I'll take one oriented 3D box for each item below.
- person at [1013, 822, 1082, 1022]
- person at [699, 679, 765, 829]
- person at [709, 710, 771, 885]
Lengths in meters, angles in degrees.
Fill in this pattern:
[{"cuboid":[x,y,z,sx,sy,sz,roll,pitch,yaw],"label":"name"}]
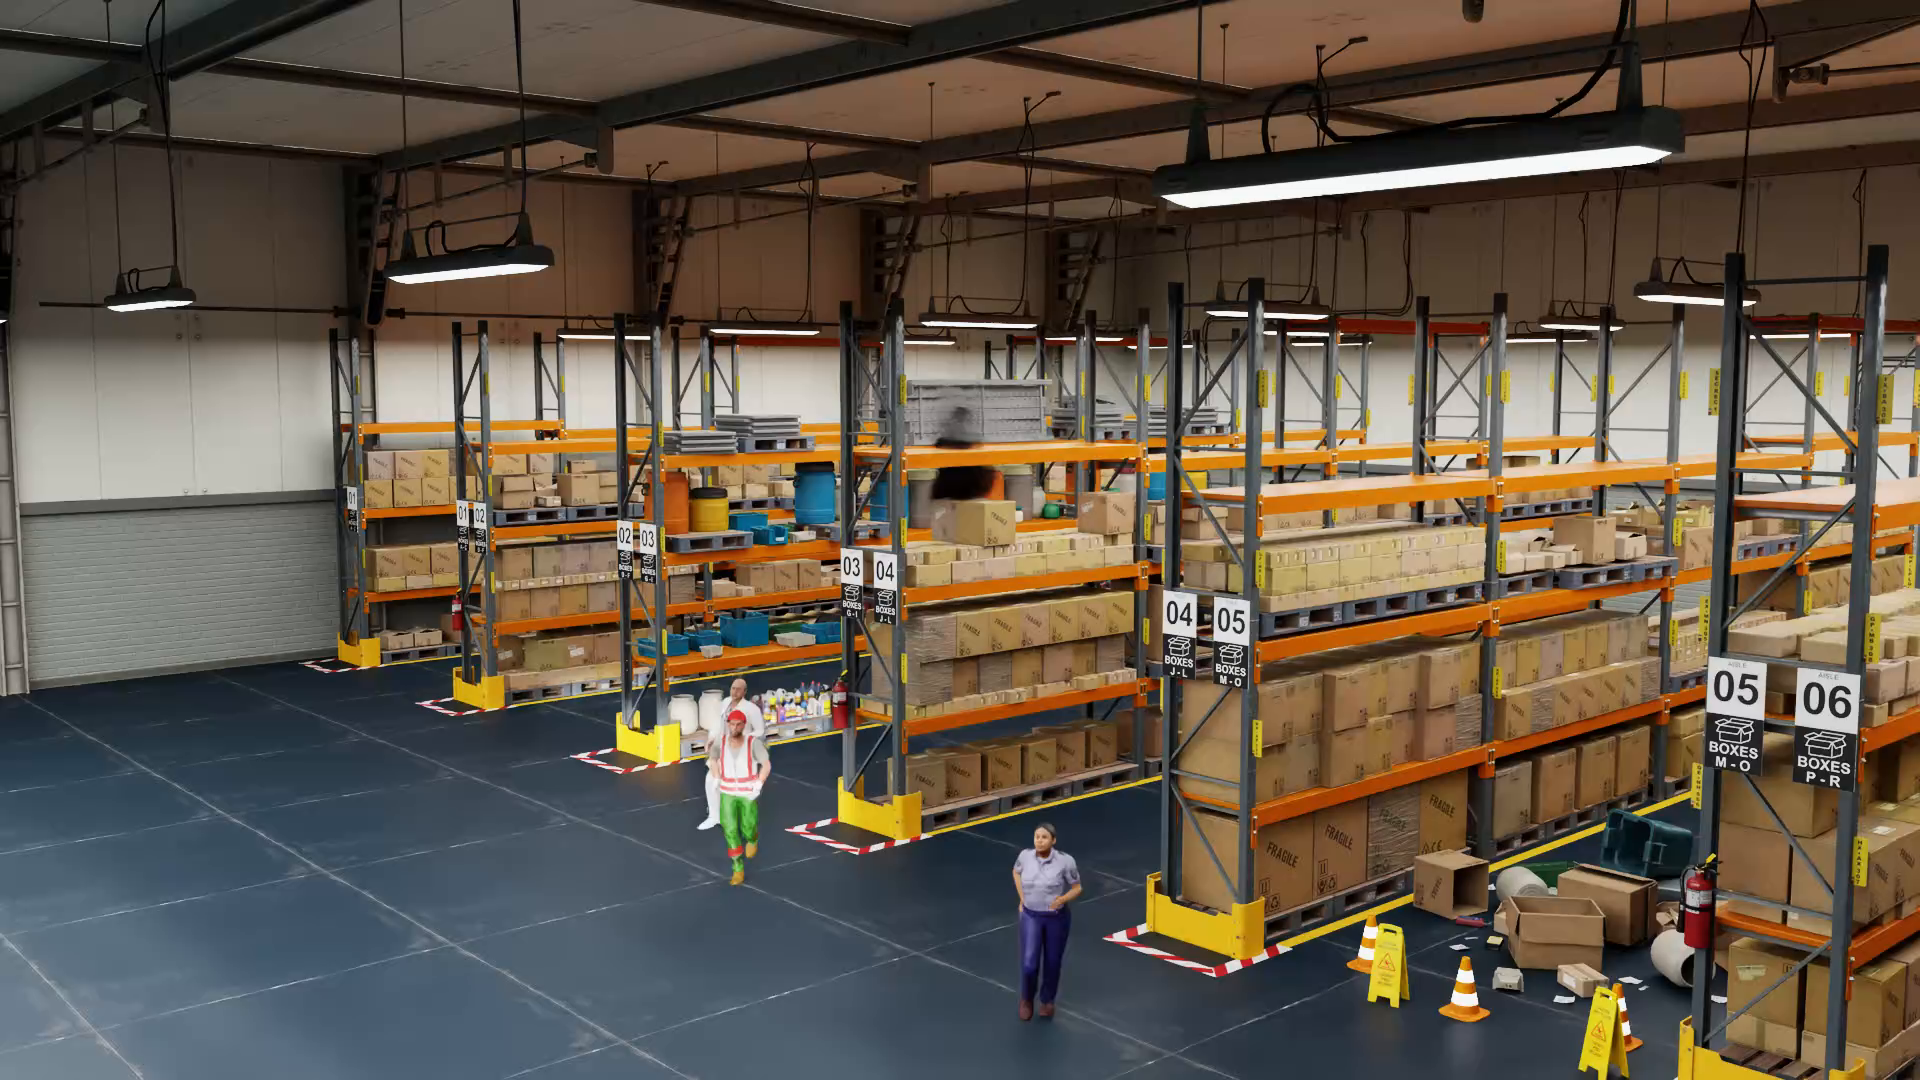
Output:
[{"cuboid":[0.677,3.060,13.228,0.580,1.644,0.628,1,6,9],"label":"person"},{"cuboid":[-2.561,2.436,19.109,0.756,1.731,0.786,4,7,33],"label":"person"},{"cuboid":[-2.276,2.601,17.207,0.650,1.760,0.809,0,6,0],"label":"person"}]
